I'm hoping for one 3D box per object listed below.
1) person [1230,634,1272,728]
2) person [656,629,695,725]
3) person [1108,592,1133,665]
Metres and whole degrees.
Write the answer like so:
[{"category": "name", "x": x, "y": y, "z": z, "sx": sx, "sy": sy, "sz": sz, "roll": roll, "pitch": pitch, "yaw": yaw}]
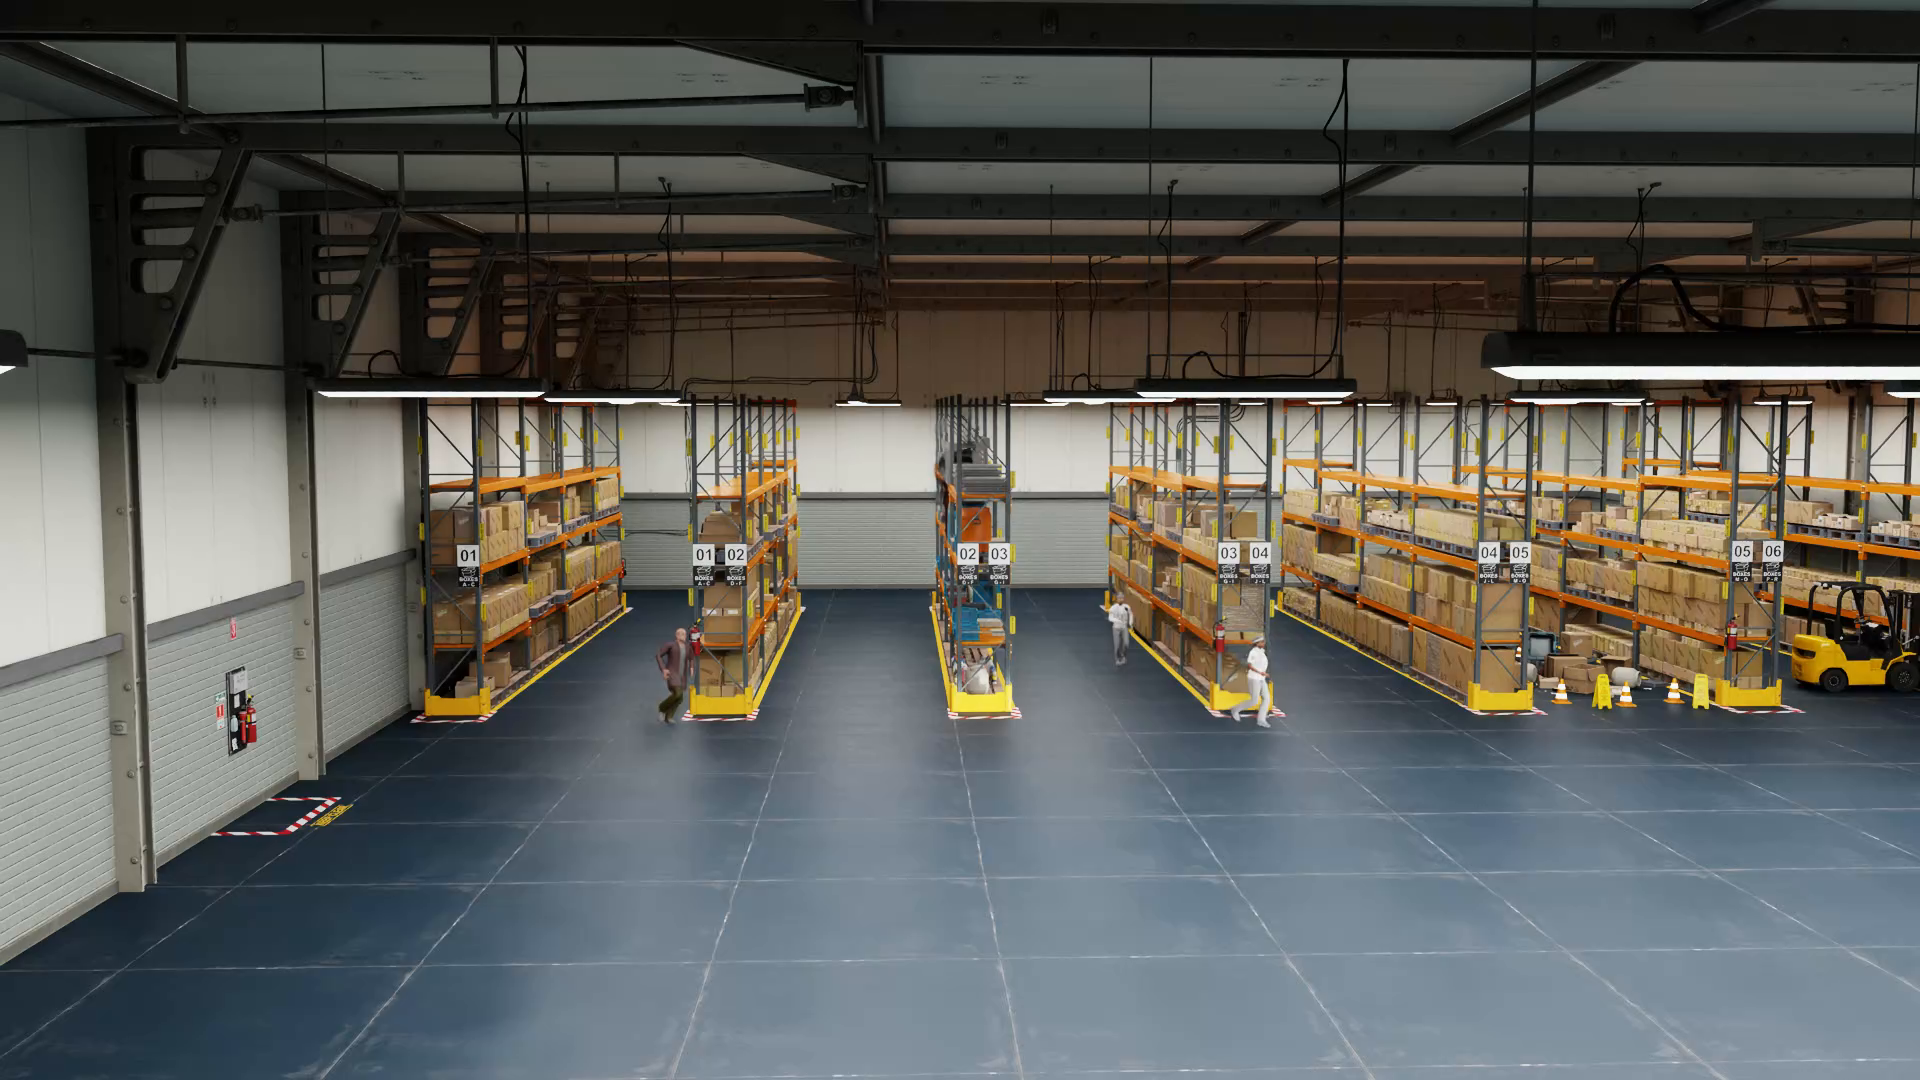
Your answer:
[{"category": "person", "x": 5.332, "y": 2.527, "z": 30.126, "sx": 0.788, "sy": 1.685, "sz": 0.605, "roll": 3, "pitch": 5, "yaw": 31}, {"category": "person", "x": -5.122, "y": 2.478, "z": 30.283, "sx": 0.585, "sy": 1.717, "sz": 0.740, "roll": 4, "pitch": 6, "yaw": 43}, {"category": "person", "x": 3.585, "y": 1.974, "z": 36.916, "sx": 0.590, "sy": 1.660, "sz": 0.619, "roll": 0, "pitch": 5, "yaw": -3}]
